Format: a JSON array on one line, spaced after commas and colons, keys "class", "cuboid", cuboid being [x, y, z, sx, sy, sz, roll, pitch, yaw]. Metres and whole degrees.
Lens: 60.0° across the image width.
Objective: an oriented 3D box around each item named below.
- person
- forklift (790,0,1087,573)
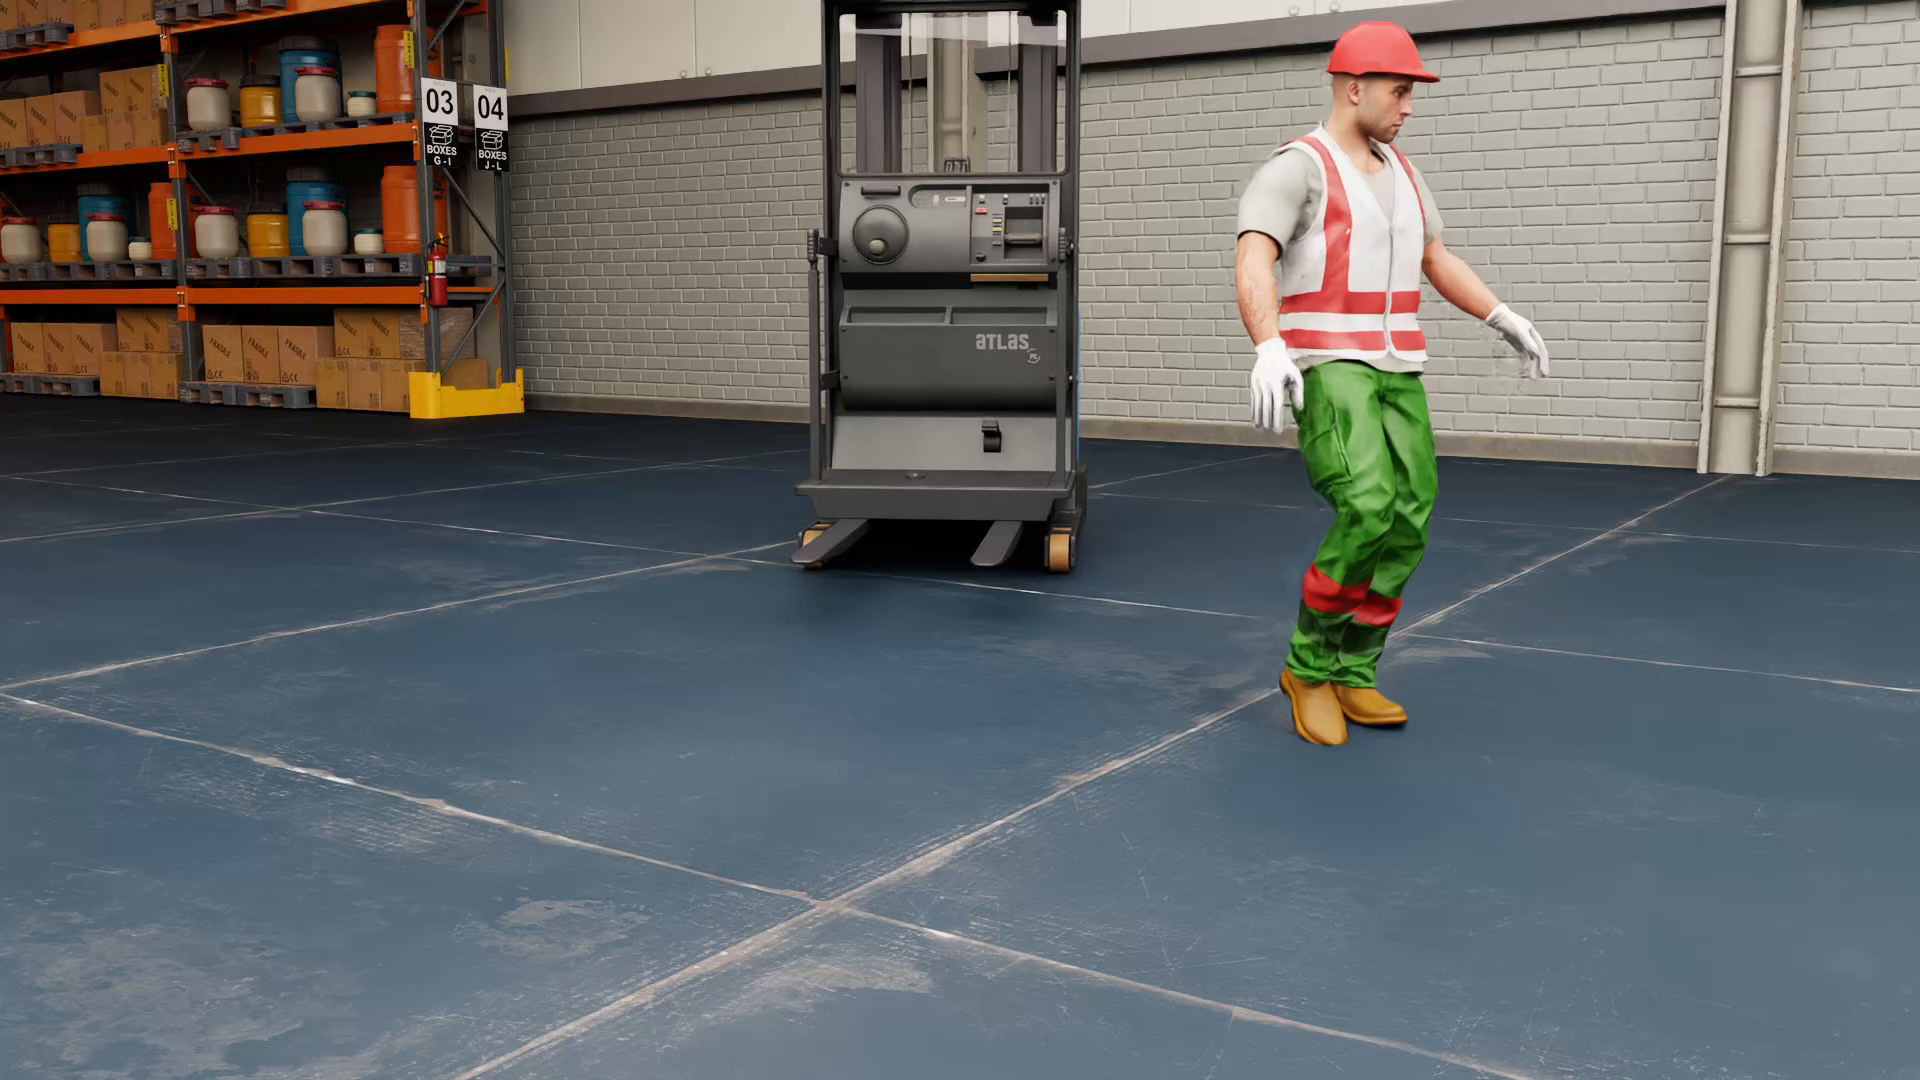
[{"class": "person", "cuboid": [1.051, -0.390, 4.199, 0.898, 1.786, 0.483, -4, 9, -28]}, {"class": "forklift", "cuboid": [-0.064, -1.366, 6.796, 1.130, 2.935, 3.031, 1, 8, 6]}]
